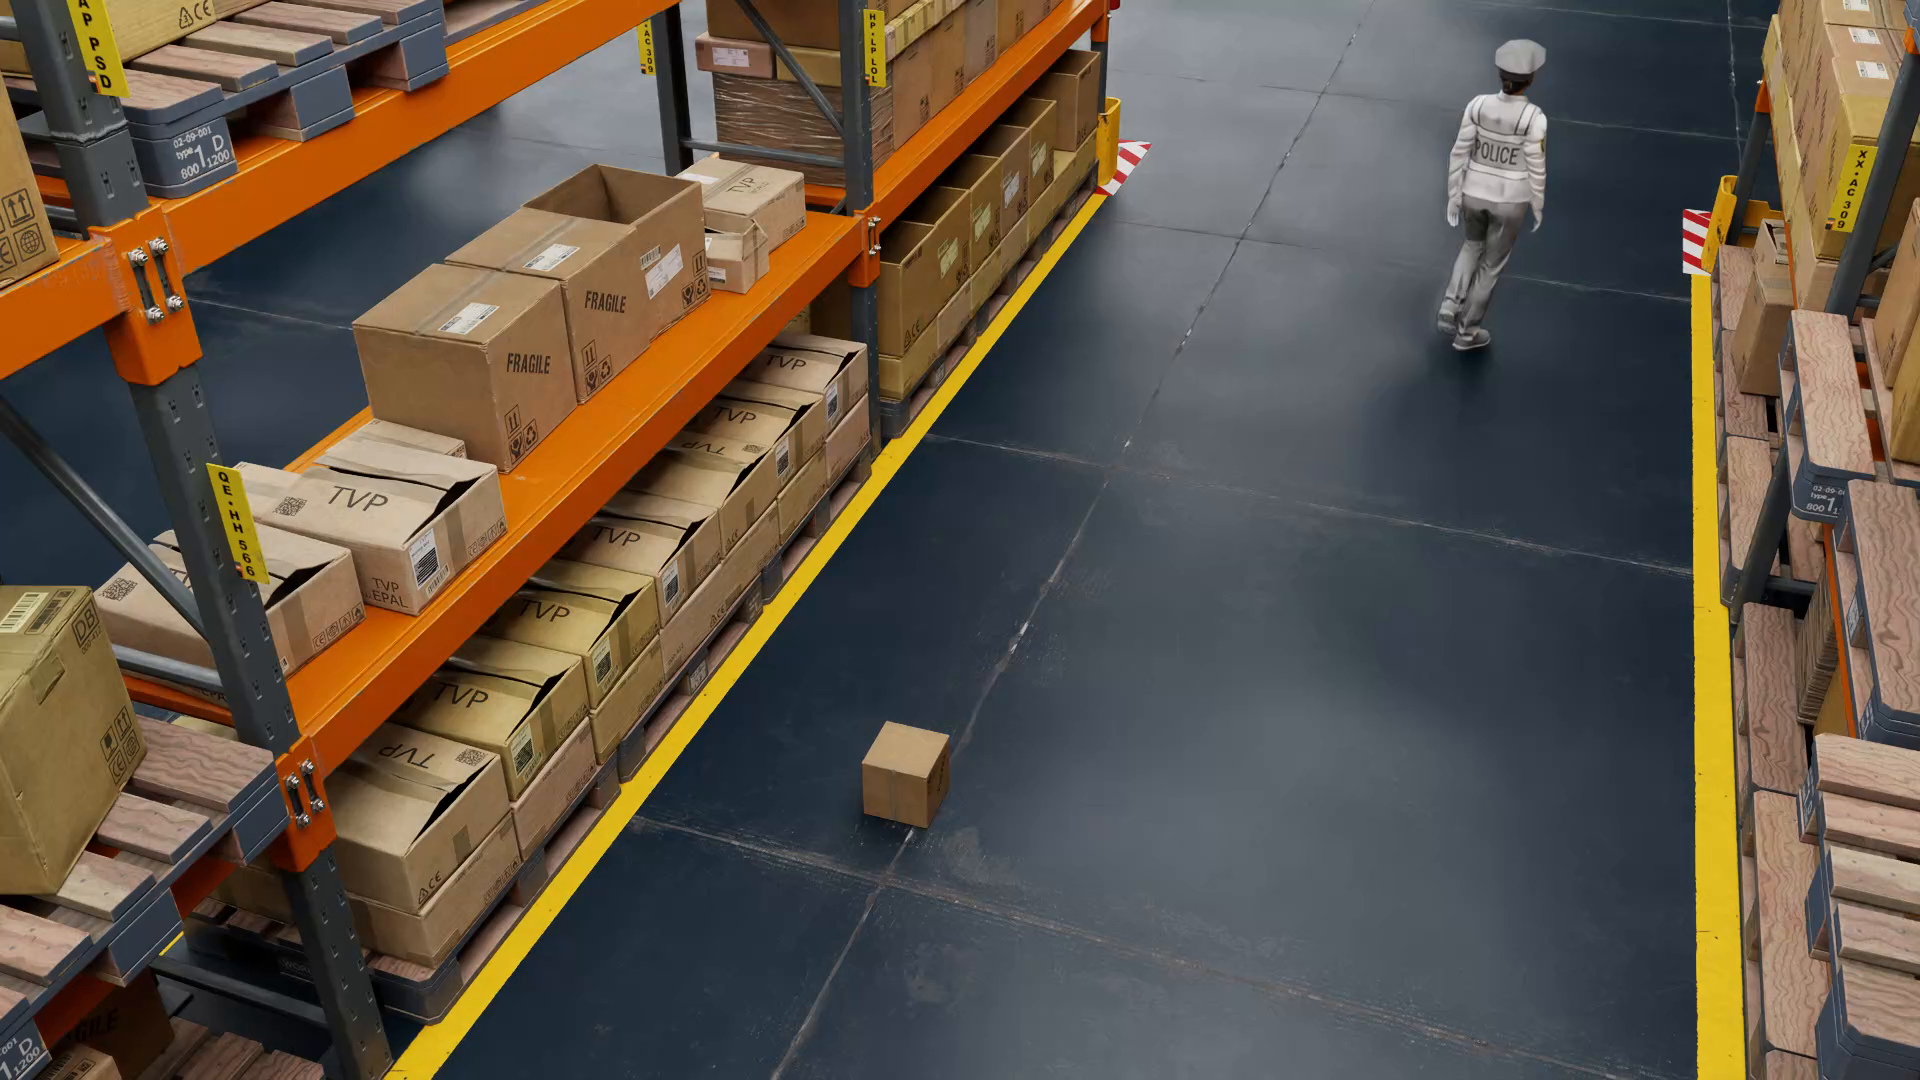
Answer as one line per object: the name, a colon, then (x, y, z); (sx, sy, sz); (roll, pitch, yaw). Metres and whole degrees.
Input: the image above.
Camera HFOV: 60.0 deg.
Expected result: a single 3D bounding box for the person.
person: (2.850, -1.803, 8.824); (0.493, 1.687, 0.437); (27, 42, 34)
